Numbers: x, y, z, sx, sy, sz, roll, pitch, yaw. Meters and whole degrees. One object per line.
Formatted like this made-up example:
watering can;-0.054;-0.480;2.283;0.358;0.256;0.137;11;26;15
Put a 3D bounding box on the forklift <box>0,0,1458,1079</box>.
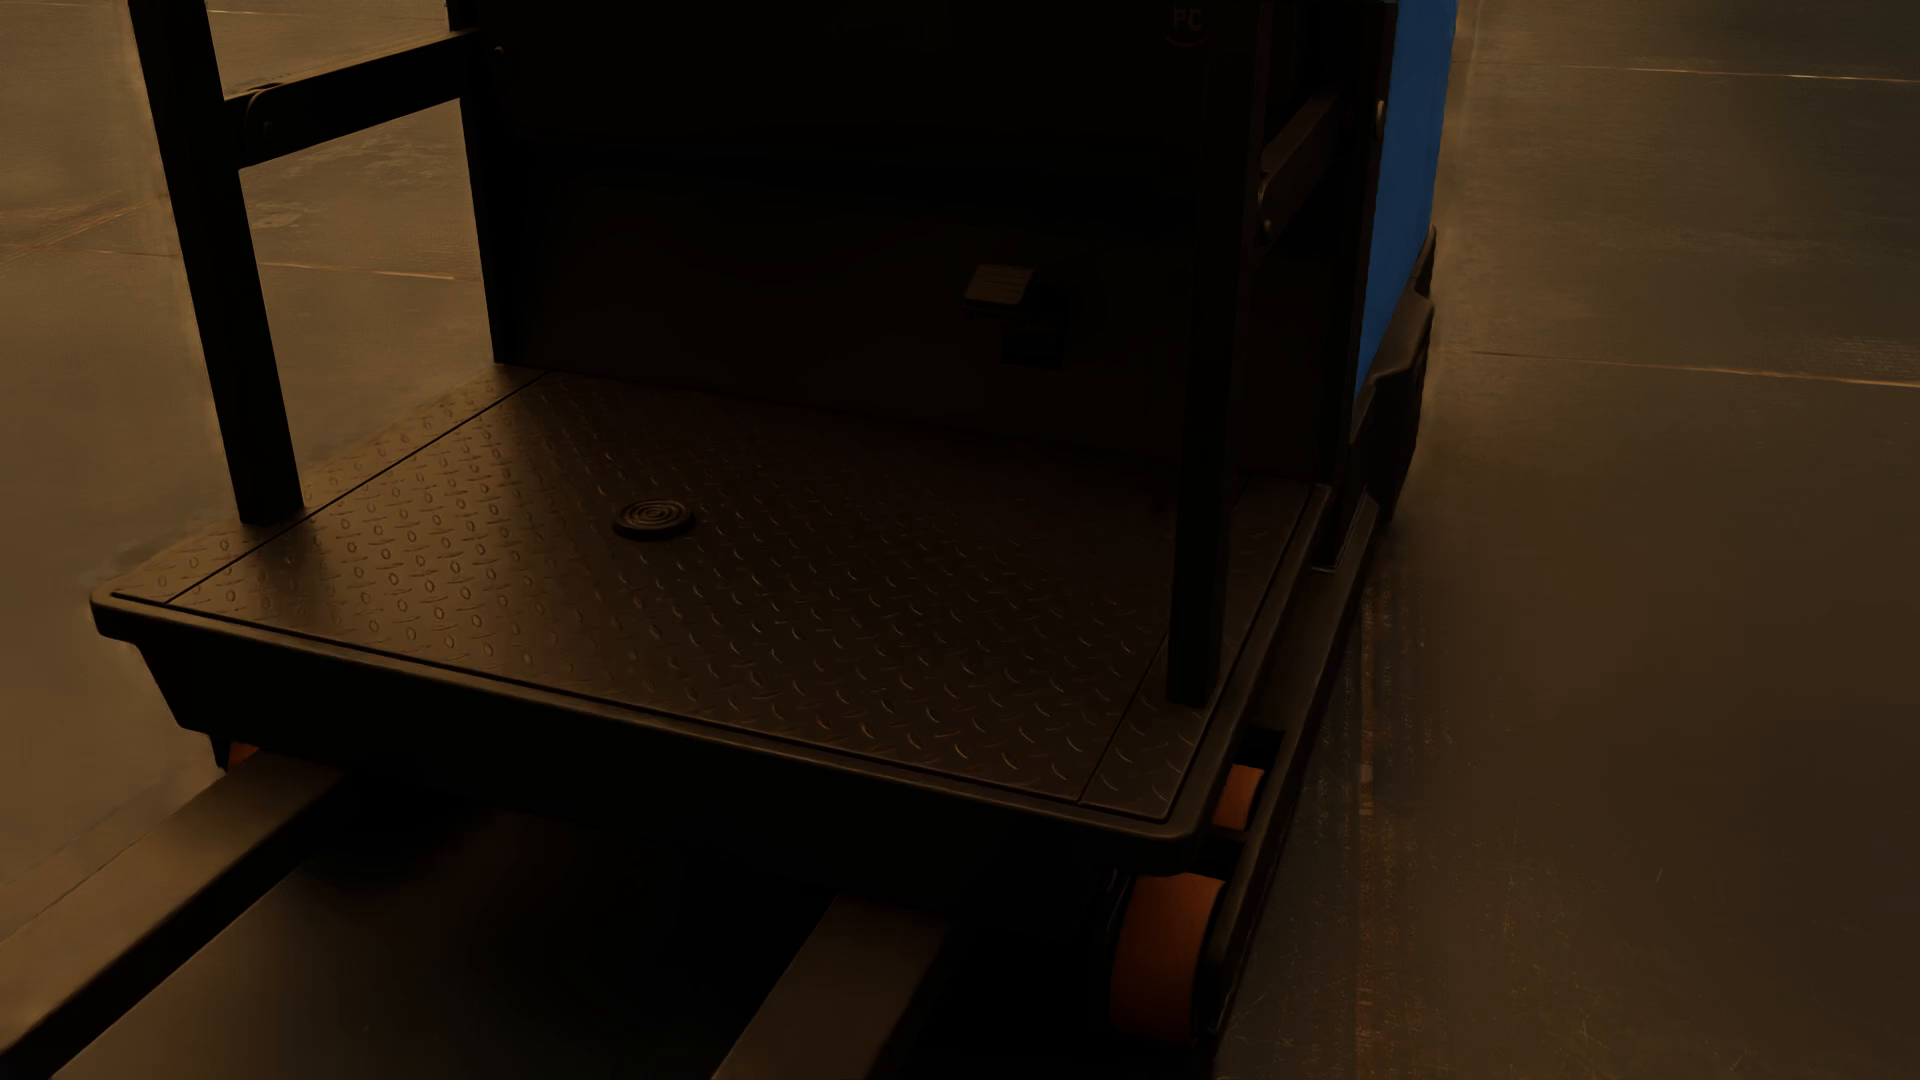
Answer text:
forklift;-0.170;-1.047;1.321;1.130;2.935;3.031;10;28;18
